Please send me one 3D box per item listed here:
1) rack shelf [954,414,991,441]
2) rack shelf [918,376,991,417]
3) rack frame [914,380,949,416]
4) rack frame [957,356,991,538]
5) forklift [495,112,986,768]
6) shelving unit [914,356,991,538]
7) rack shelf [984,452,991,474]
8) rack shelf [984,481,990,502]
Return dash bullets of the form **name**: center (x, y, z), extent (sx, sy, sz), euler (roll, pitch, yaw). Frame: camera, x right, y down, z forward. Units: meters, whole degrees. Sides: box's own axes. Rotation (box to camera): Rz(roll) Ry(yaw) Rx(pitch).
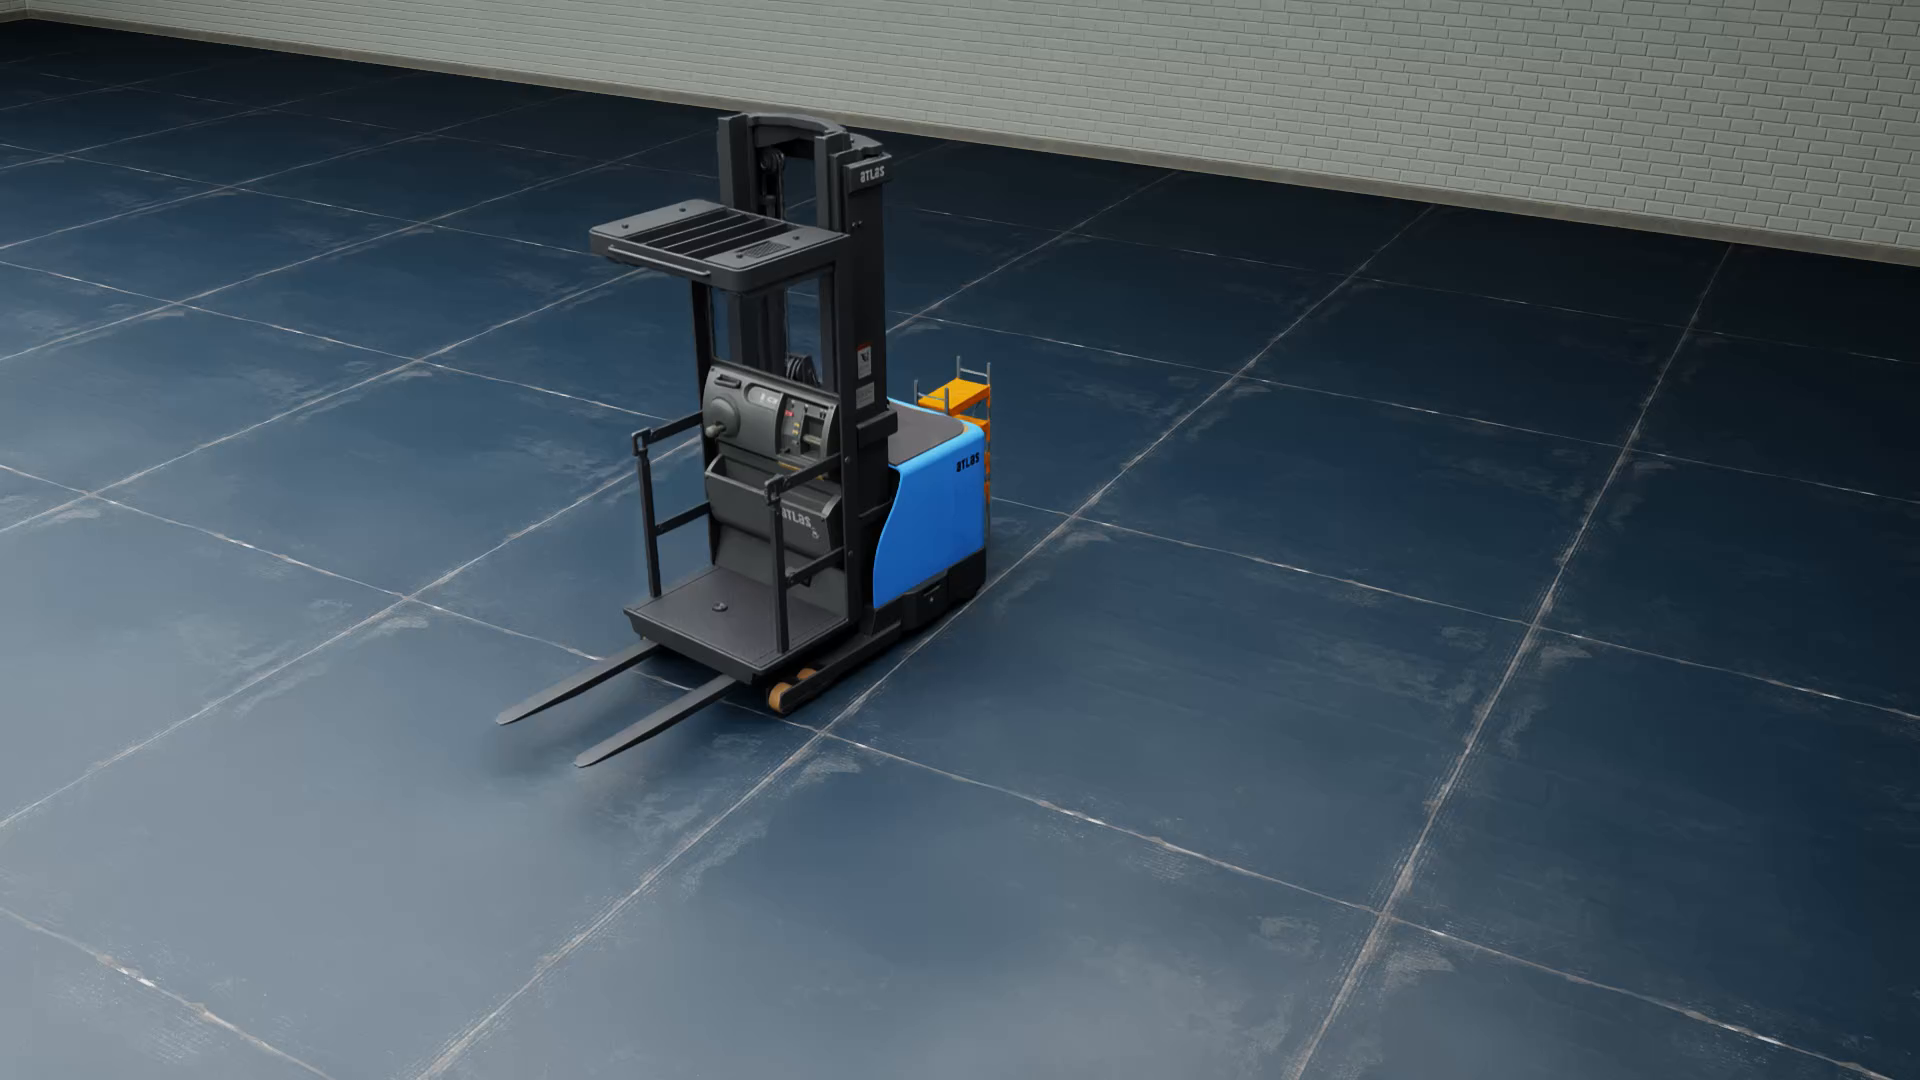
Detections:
- **rack shelf**: center (-0.042, -0.628, 10.314), extent (0.258, 0.148, 0.480), euler (16, 31, 28)
- **rack shelf**: center (-0.042, -0.839, 10.208), extent (0.258, 0.148, 0.480), euler (16, 31, 28)
- **rack frame**: center (-0.172, -0.395, 10.199), extent (0.240, 1.200, 0.015), euler (16, 31, 28)
- **rack frame**: center (0.087, -0.580, 10.569), extent (0.240, 1.200, 0.015), euler (16, 31, 28)
- **forklift**: center (-1.154, -0.632, 8.738), extent (1.130, 2.935, 3.031), euler (20, 33, 34)
- **shelving unit**: center (-0.042, -0.488, 10.384), extent (0.258, 1.200, 0.503), euler (16, 31, 28)
- **rack shelf**: center (-0.042, -0.428, 10.414), extent (0.258, 0.148, 0.480), euler (16, 31, 28)
- **rack shelf**: center (-0.042, -0.250, 10.503), extent (0.258, 0.148, 0.480), euler (16, 31, 28)
